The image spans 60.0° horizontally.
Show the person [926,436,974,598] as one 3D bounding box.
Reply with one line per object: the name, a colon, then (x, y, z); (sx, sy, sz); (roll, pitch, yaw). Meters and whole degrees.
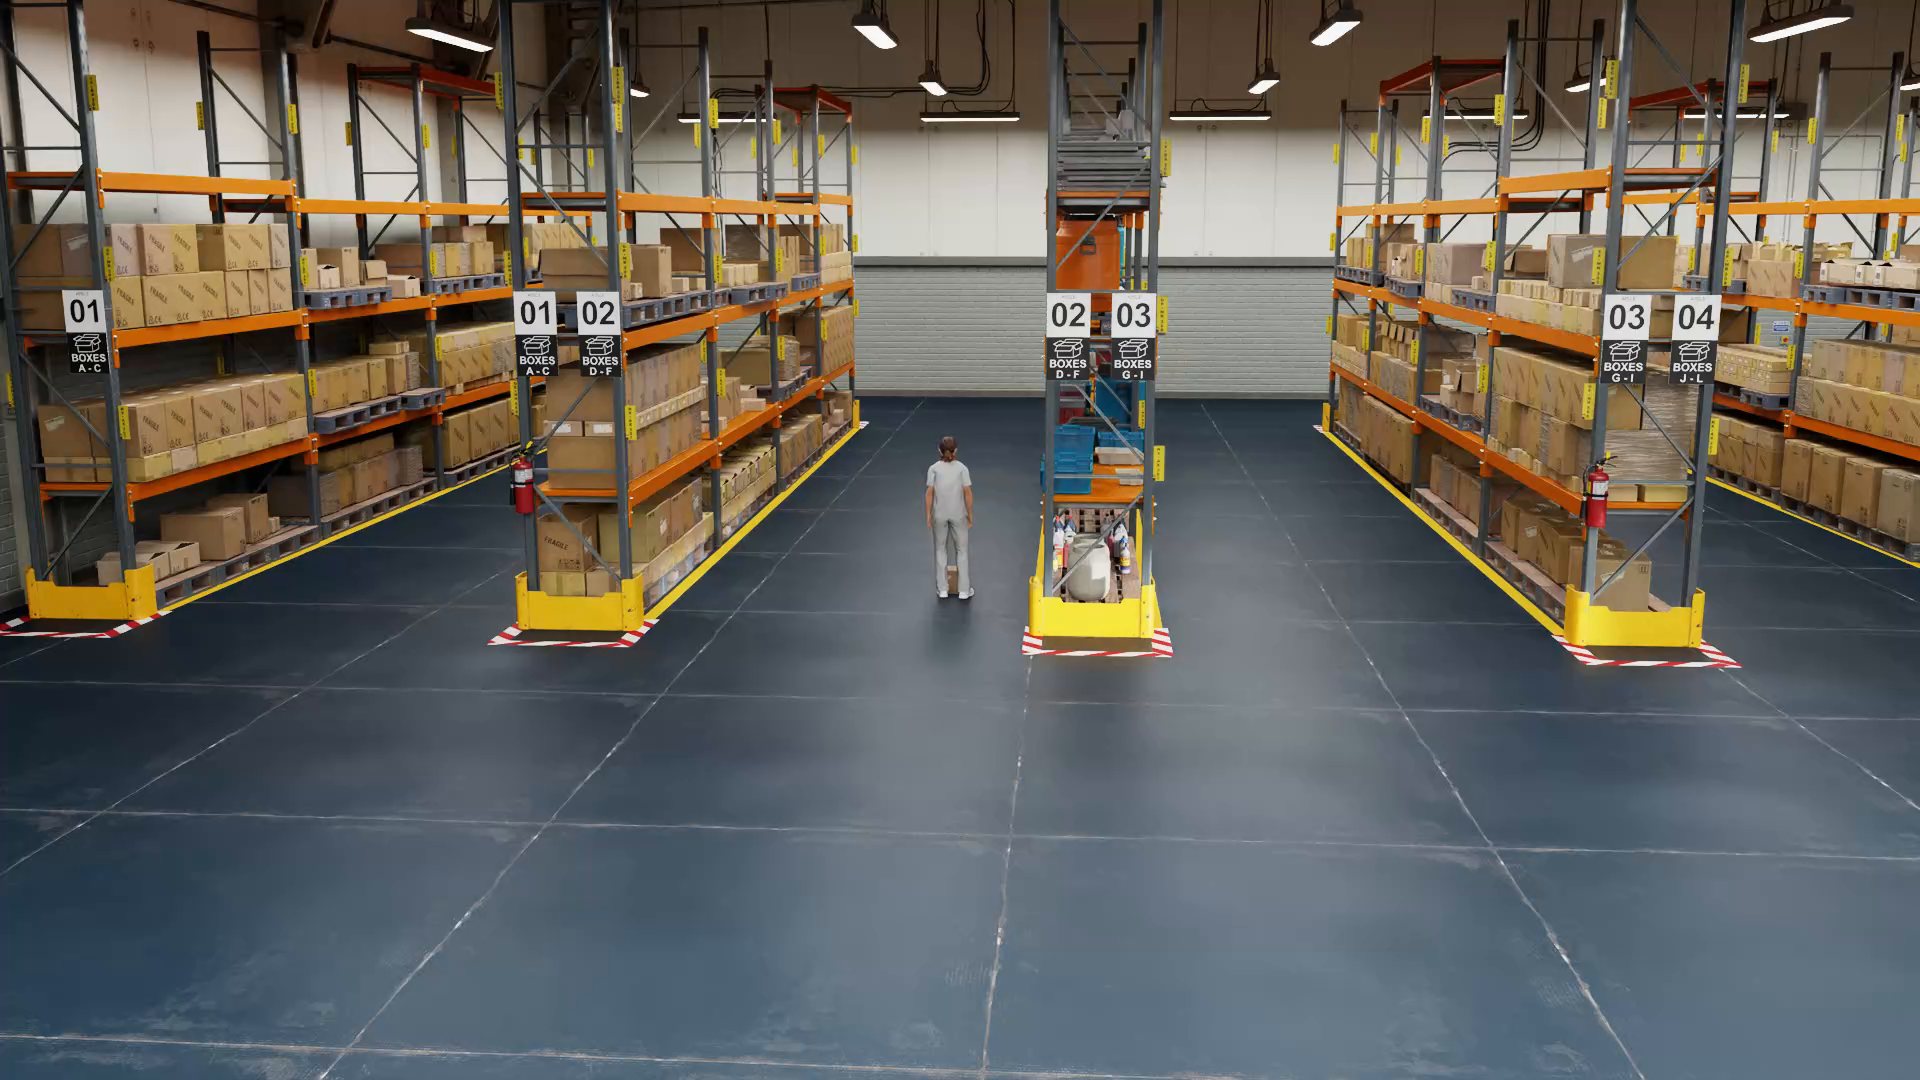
person: (-0.104, -0.237, 17.172); (0.492, 1.673, 0.404); (1, 11, 3)
